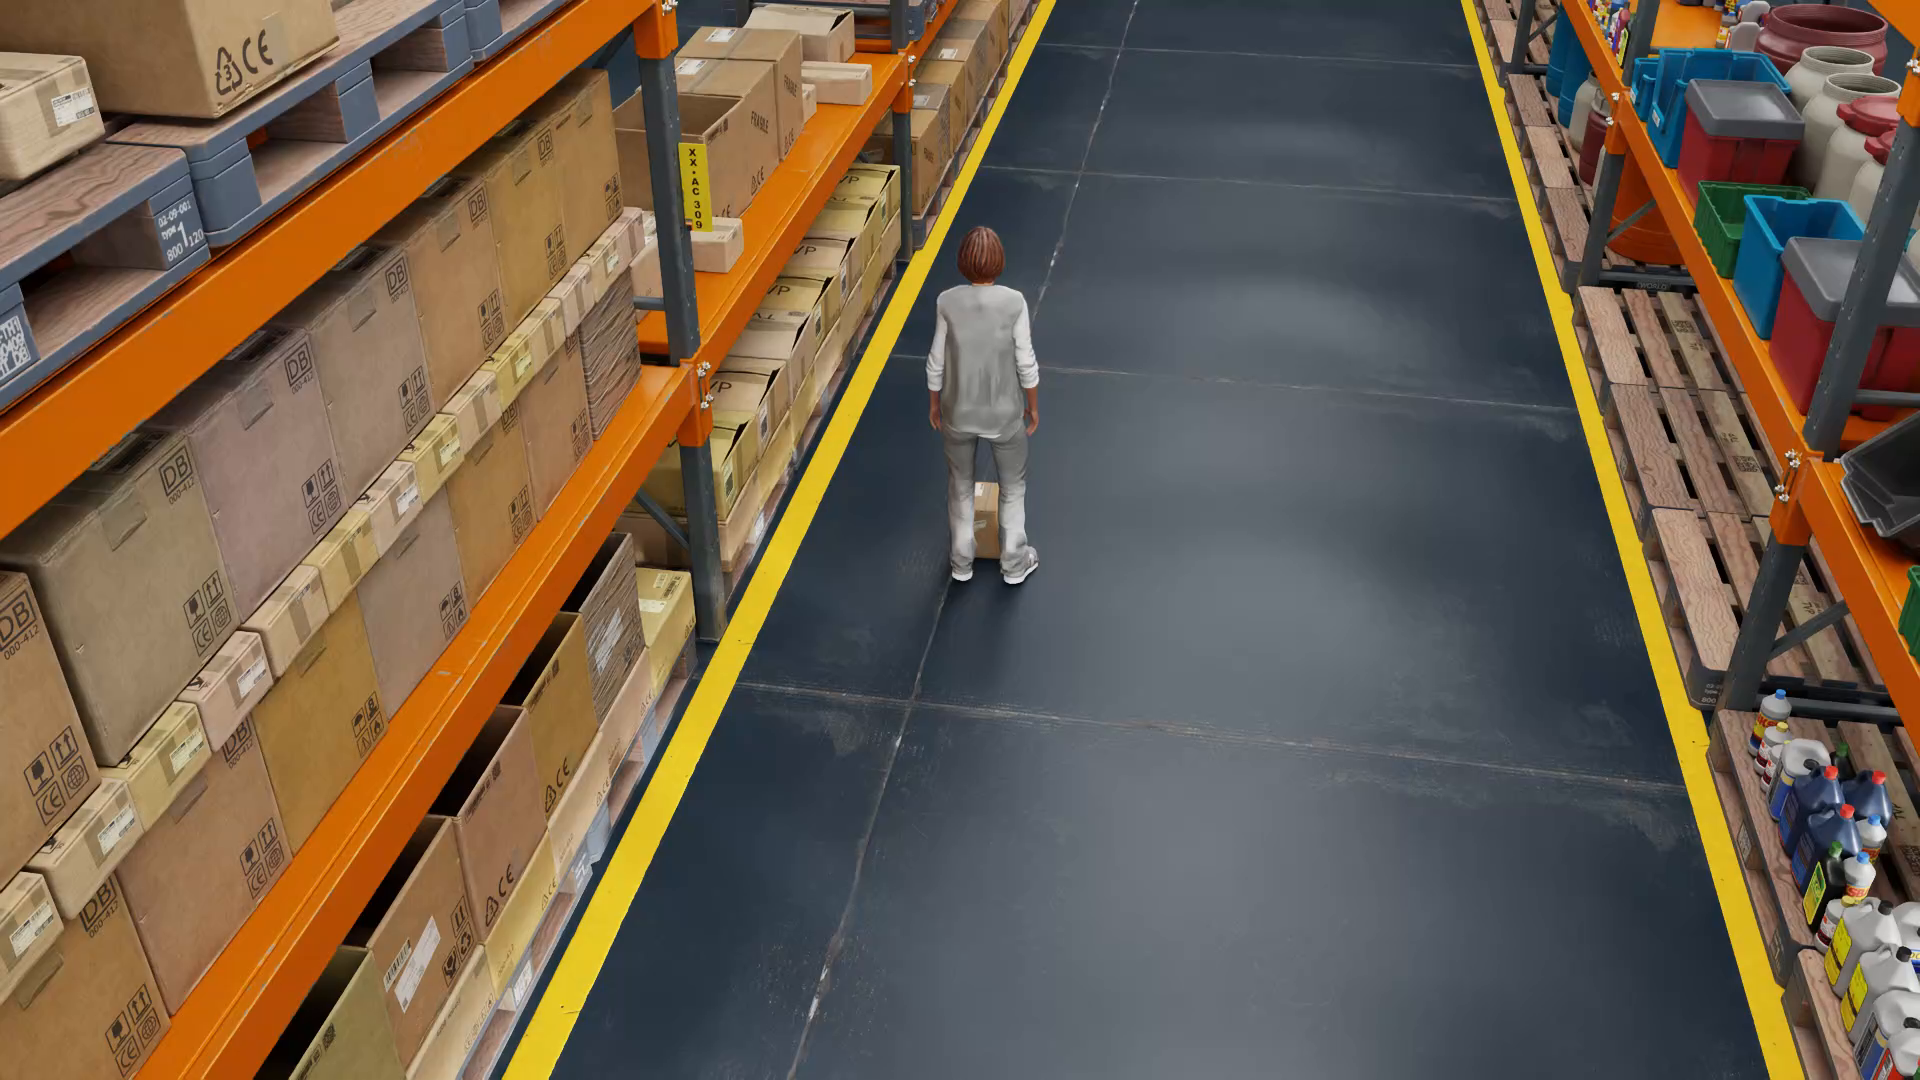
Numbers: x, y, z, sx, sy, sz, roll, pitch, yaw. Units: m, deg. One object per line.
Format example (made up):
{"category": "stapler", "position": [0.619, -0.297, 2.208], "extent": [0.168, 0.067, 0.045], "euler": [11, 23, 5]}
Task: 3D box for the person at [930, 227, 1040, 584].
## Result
{"category": "person", "position": [0.107, -0.524, 6.961], "extent": [0.460, 1.591, 0.347], "euler": [5, 33, 8]}
